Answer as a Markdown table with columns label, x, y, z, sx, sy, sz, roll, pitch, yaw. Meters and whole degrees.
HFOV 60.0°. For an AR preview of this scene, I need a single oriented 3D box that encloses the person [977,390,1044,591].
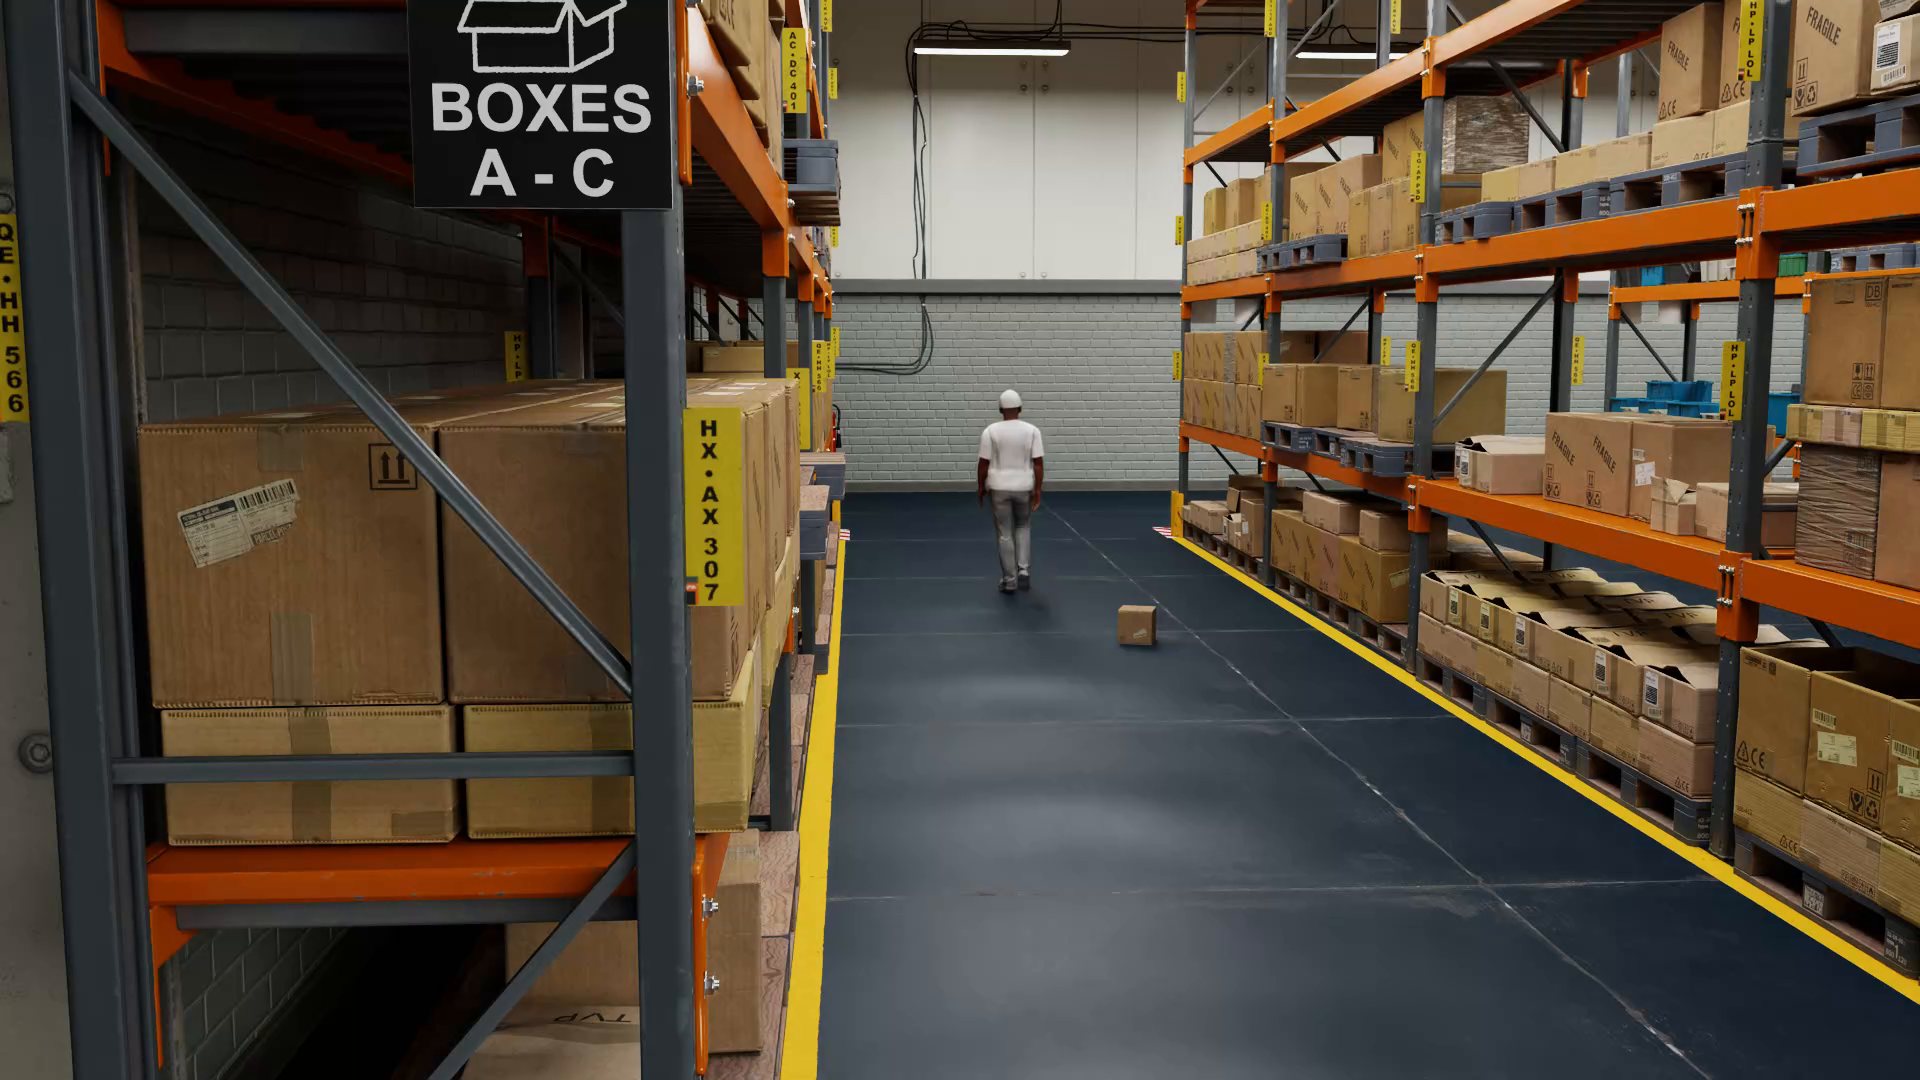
| label | x | y | z | sx | sy | sz | roll | pitch | yaw |
| --- | --- | --- | --- | --- | --- | --- | --- | --- | --- |
| person | 0.431 | -0.427 | 14.700 | 0.566 | 1.806 | 0.483 | -1 | 7 | -9 |
